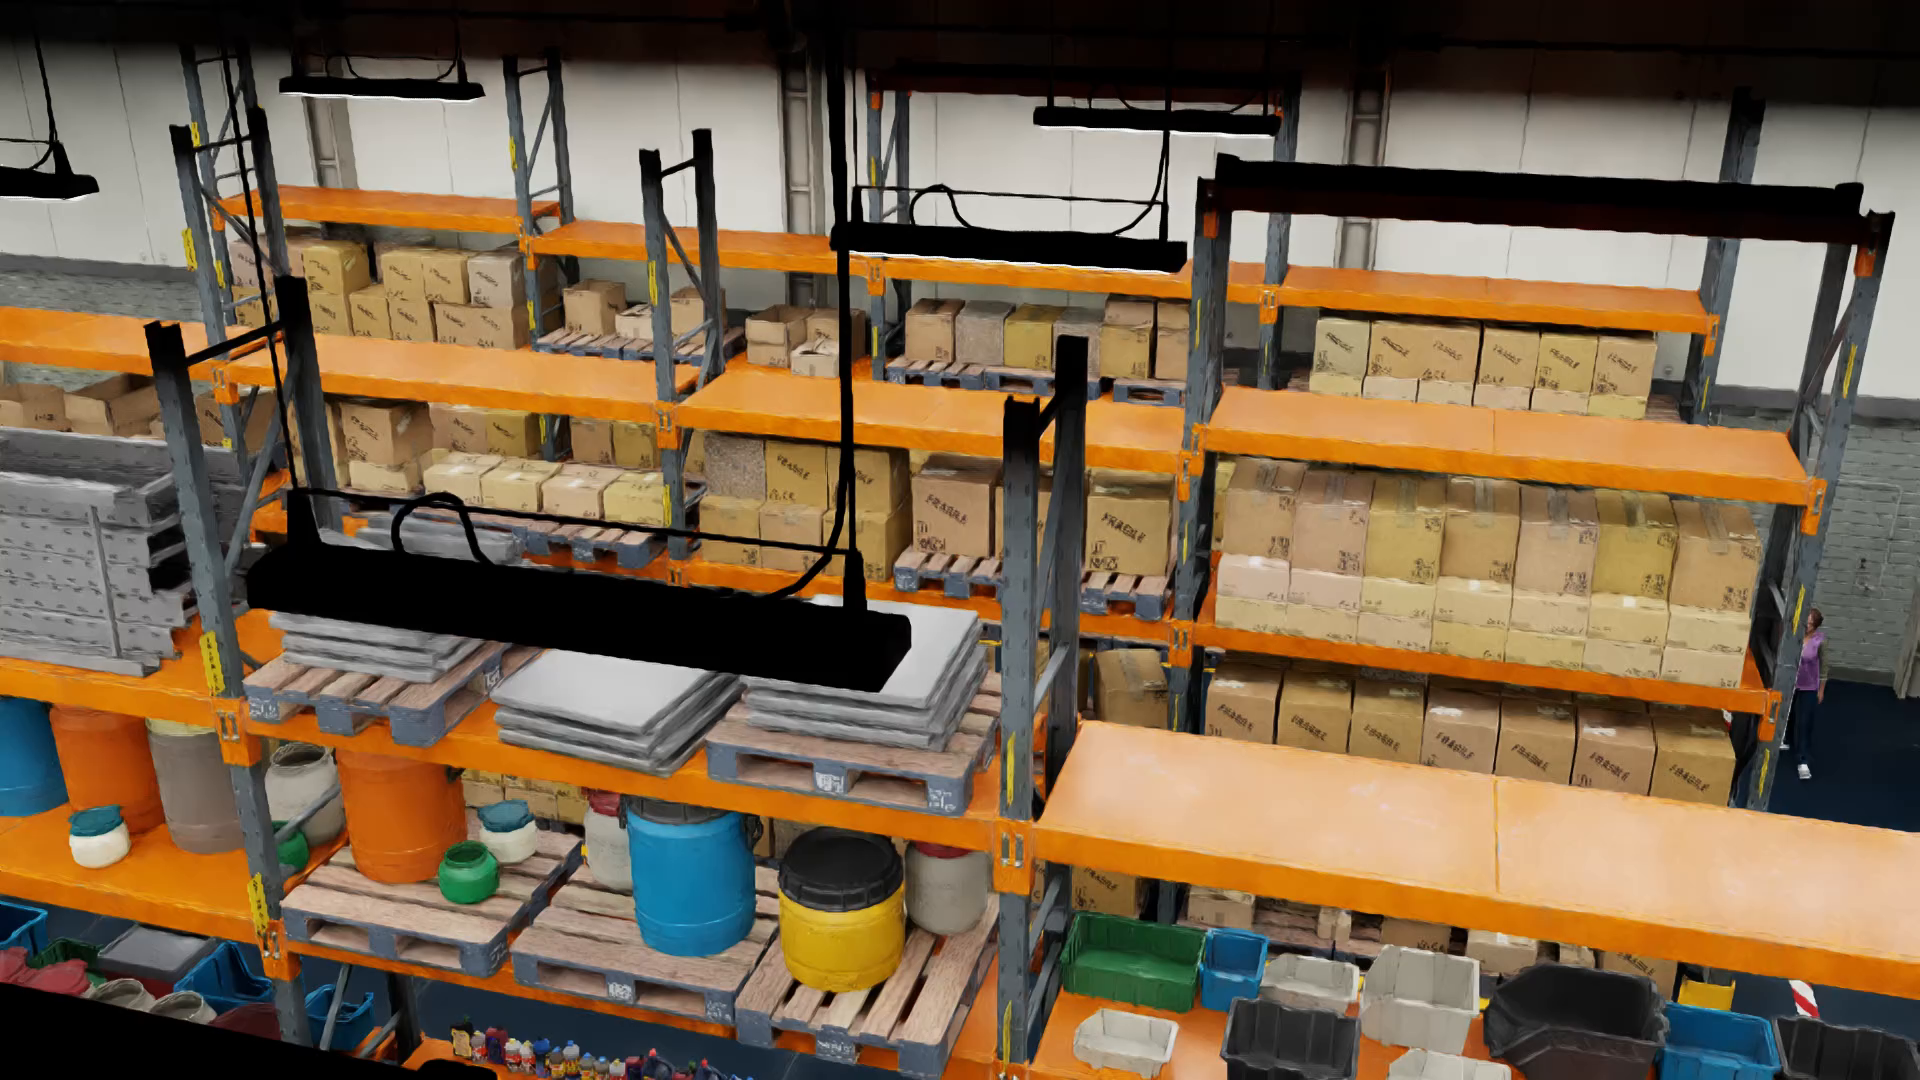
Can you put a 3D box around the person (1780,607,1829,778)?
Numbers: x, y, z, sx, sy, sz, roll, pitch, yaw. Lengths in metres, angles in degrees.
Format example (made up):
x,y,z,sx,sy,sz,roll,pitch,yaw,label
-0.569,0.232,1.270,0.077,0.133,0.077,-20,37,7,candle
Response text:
x,y,z,sx,sy,sz,roll,pitch,yaw,label
7.803,1.358,15.410,0.527,1.587,0.638,-17,28,-36,person

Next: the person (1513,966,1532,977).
x,y,z,sx,sy,sz,roll,pitch,yaw,label
3.570,3.409,10.517,1.001,1.564,0.491,6,23,14,person
